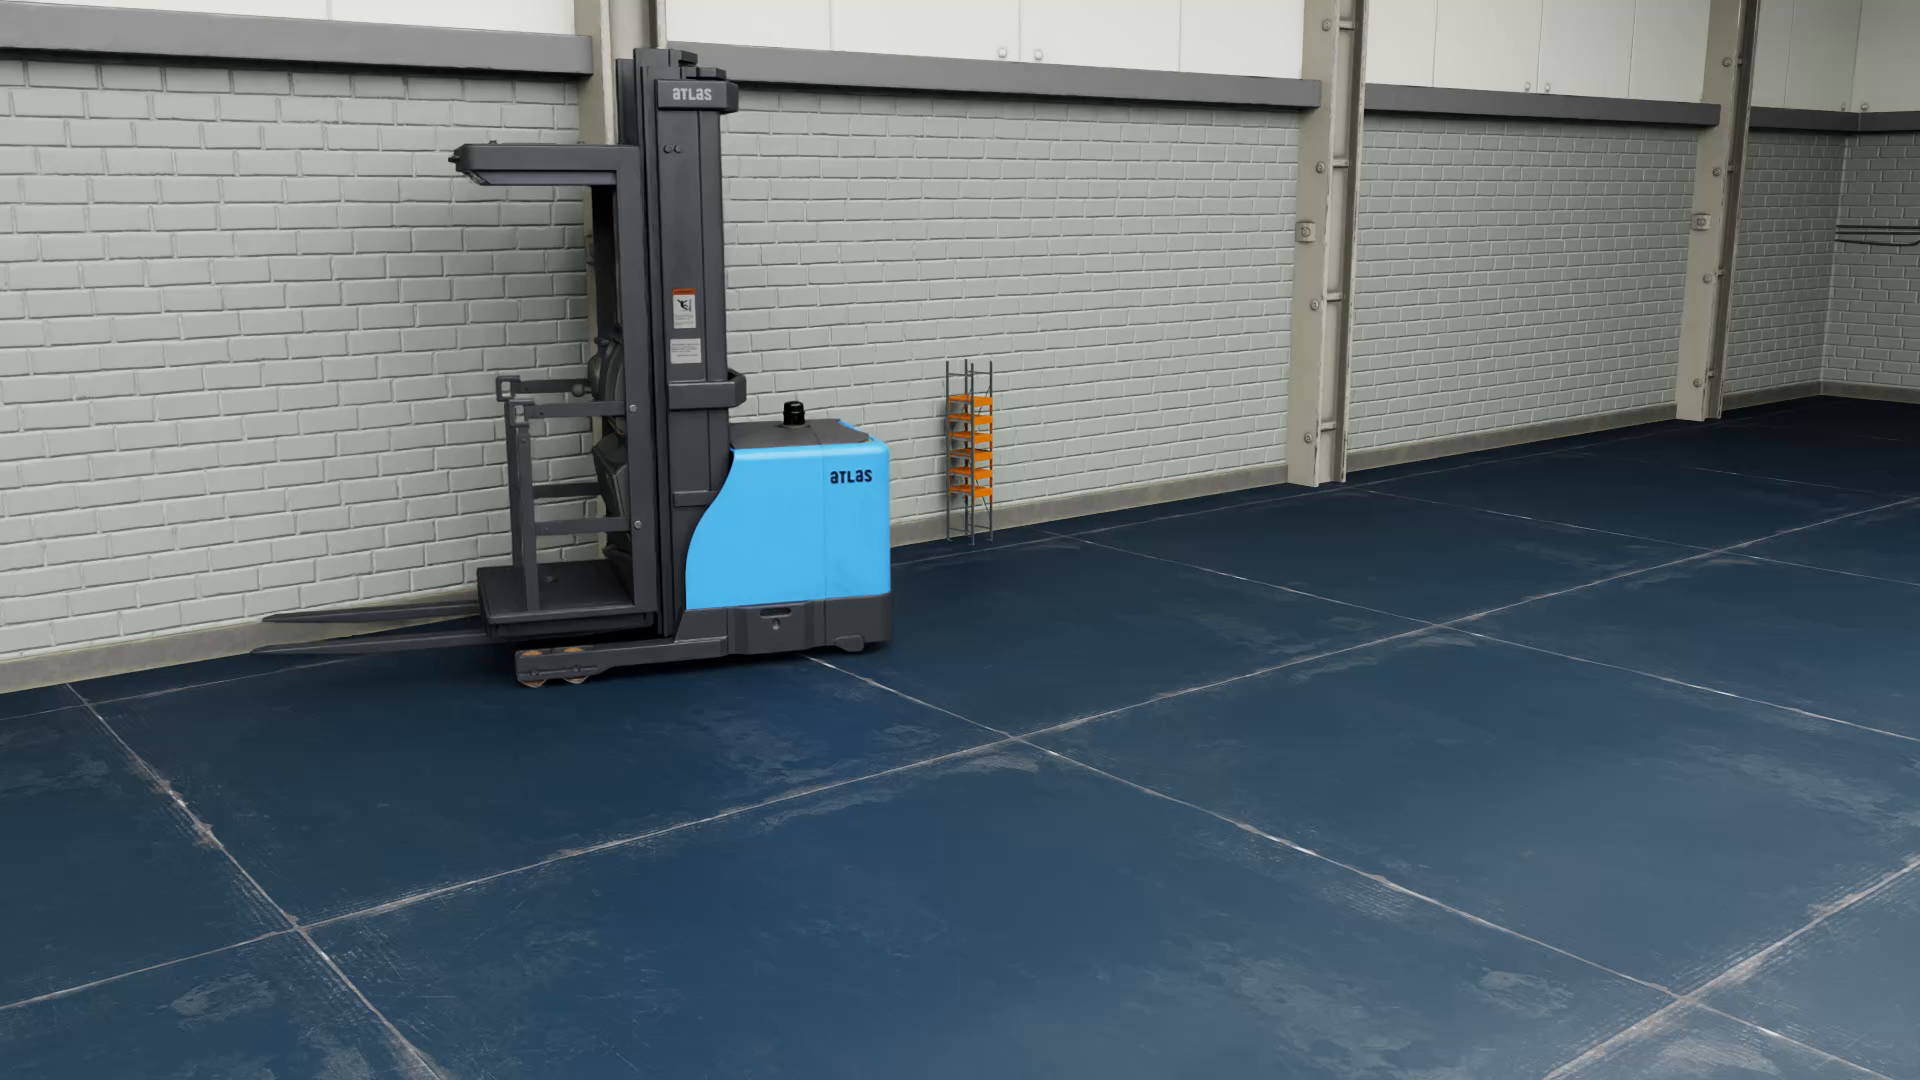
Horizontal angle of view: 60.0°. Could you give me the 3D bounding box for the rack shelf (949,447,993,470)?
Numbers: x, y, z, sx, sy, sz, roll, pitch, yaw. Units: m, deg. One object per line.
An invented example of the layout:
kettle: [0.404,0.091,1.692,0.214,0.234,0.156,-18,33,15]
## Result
rack shelf: [0.062,-0.538,10.983,0.258,0.103,0.180,10,16,41]

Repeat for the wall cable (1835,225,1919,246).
wall cable: [10.659,-4.297,17.175,0.112,2.526,3.097,-9,15,-38]

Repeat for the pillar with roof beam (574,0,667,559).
pillar with roof beam: [0.852,-3.393,5.441,0.400,9.000,9.100,-9,15,-38]

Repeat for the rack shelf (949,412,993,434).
rack shelf: [0.061,-0.772,10.933,0.258,0.103,0.180,10,16,41]

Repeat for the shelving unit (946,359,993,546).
shelving unit: [0.062,-0.581,10.973,0.258,1.200,0.189,10,16,41]

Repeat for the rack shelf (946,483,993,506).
rack shelf: [0.063,-0.303,11.032,0.258,0.103,0.180,10,16,41]

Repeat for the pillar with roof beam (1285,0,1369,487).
pillar with roof beam: [5.537,-4.171,9.108,0.400,9.000,9.100,-9,15,-38]

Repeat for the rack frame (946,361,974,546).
rack frame: [0.000,-0.567,10.907,0.240,1.200,0.006,10,16,41]

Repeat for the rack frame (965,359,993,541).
rack frame: [0.124,-0.595,11.040,0.240,1.200,0.006,10,16,41]

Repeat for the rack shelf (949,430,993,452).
rack shelf: [0.062,-0.655,10.958,0.258,0.103,0.180,10,16,41]

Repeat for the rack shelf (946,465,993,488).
rack shelf: [0.063,-0.420,11.008,0.258,0.103,0.180,10,16,41]

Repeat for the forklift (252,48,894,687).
forklift: [-1.912,-0.863,8.135,3.031,2.935,1.130,-4,13,-18]

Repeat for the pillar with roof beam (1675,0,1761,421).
pillar with roof beam: [10.222,-4.950,12.774,0.400,9.000,9.100,-9,15,-38]

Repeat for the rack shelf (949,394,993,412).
rack shelf: [0.061,-0.890,10.908,0.258,0.103,0.180,10,16,41]
